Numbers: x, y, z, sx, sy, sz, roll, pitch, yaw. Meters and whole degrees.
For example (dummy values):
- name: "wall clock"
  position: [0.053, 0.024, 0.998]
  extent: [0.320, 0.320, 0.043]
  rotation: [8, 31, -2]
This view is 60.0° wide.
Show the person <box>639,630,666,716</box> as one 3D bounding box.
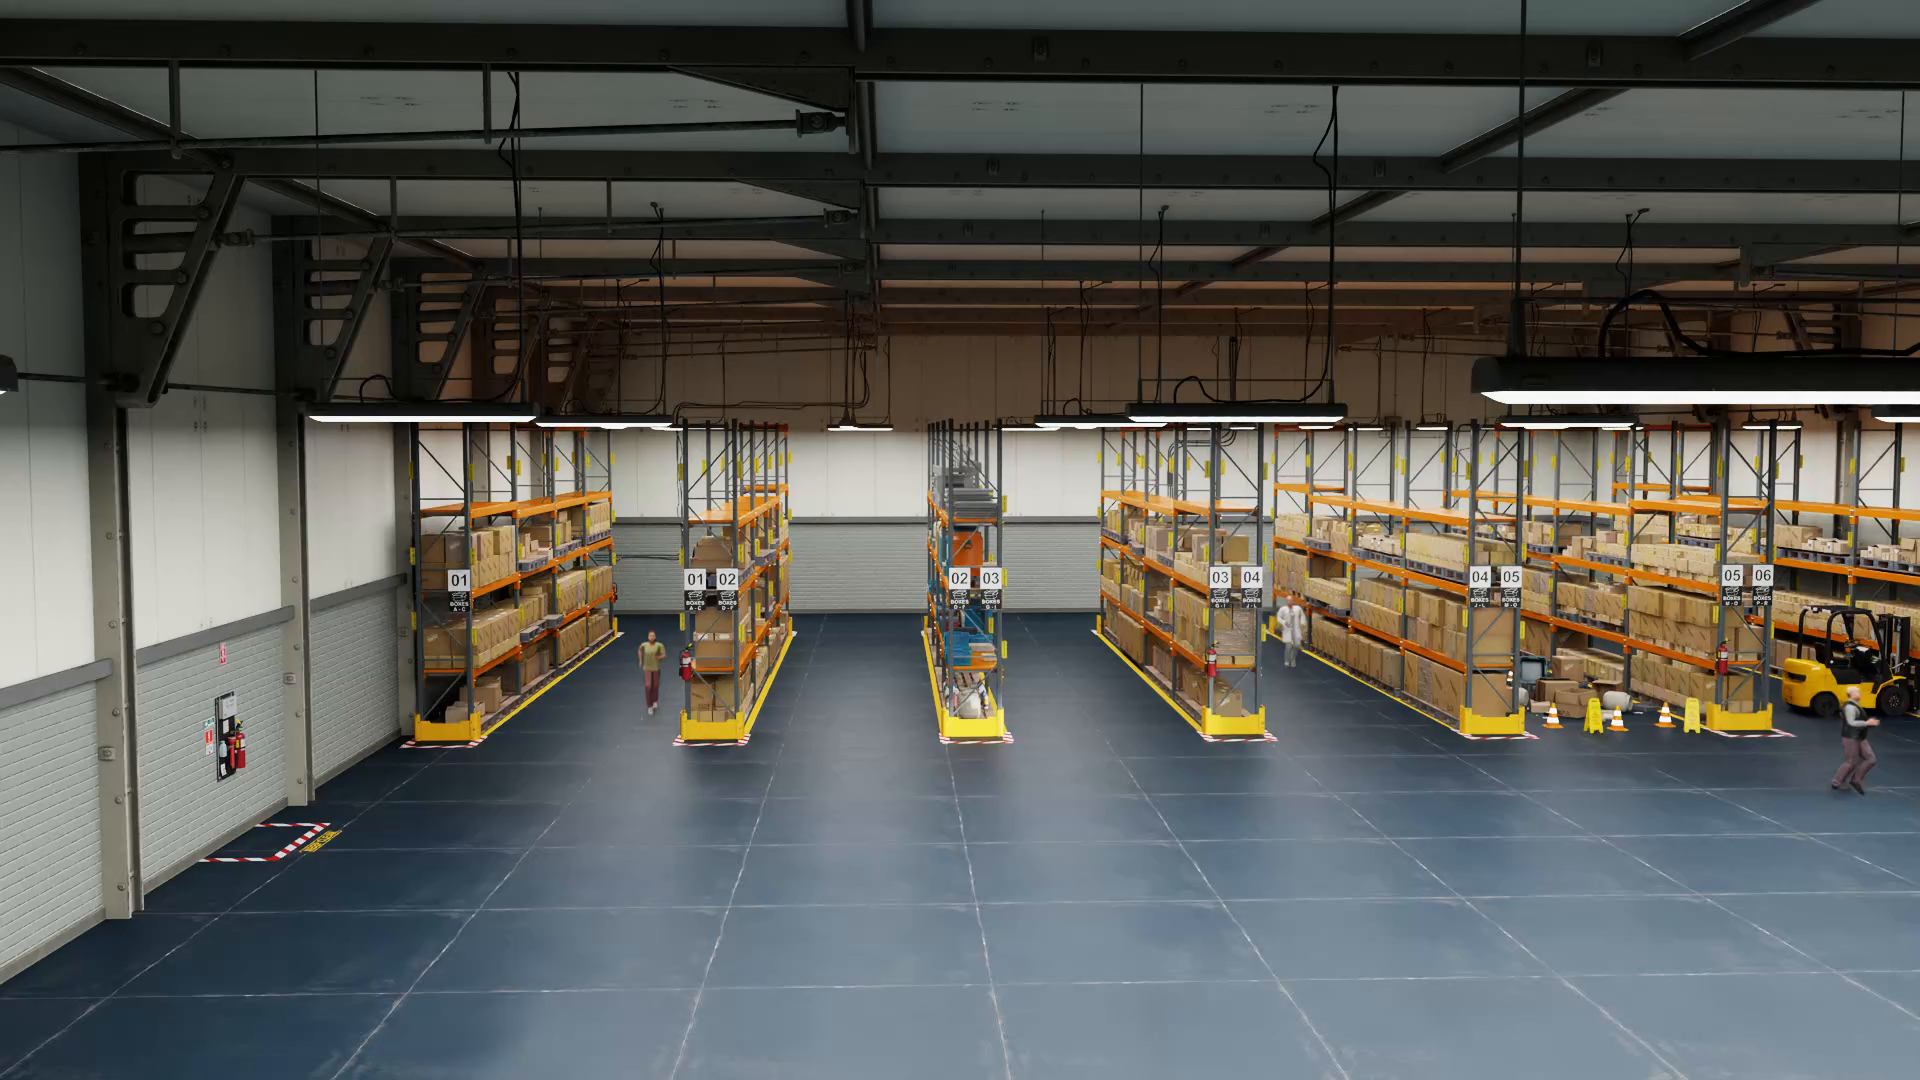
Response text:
- name: "person"
  position: [-6.307, 2.690, 34.124]
  extent: [0.546, 1.715, 0.844]
  rotation: [-1, 4, -12]

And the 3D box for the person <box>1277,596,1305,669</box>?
- name: "person"
  position: [8.100, 2.256, 40.653]
  extent: [0.719, 1.770, 0.741]
  rotation: [0, 4, 3]

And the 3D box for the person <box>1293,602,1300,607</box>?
- name: "person"
  position: [9.881, 1.797, 49.197]
  extent: [1.079, 1.526, 0.749]
  rotation: [3, 5, 41]

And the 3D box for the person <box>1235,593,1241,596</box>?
- name: "person"
  position: [7.954, 1.831, 48.009]
  extent: [0.611, 1.649, 0.634]
  rotation: [-3, 5, -41]

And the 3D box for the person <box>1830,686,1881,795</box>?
- name: "person"
  position: [14.202, 3.222, 26.342]
  extent: [0.687, 1.682, 0.638]
  rotation: [3, 5, 40]
